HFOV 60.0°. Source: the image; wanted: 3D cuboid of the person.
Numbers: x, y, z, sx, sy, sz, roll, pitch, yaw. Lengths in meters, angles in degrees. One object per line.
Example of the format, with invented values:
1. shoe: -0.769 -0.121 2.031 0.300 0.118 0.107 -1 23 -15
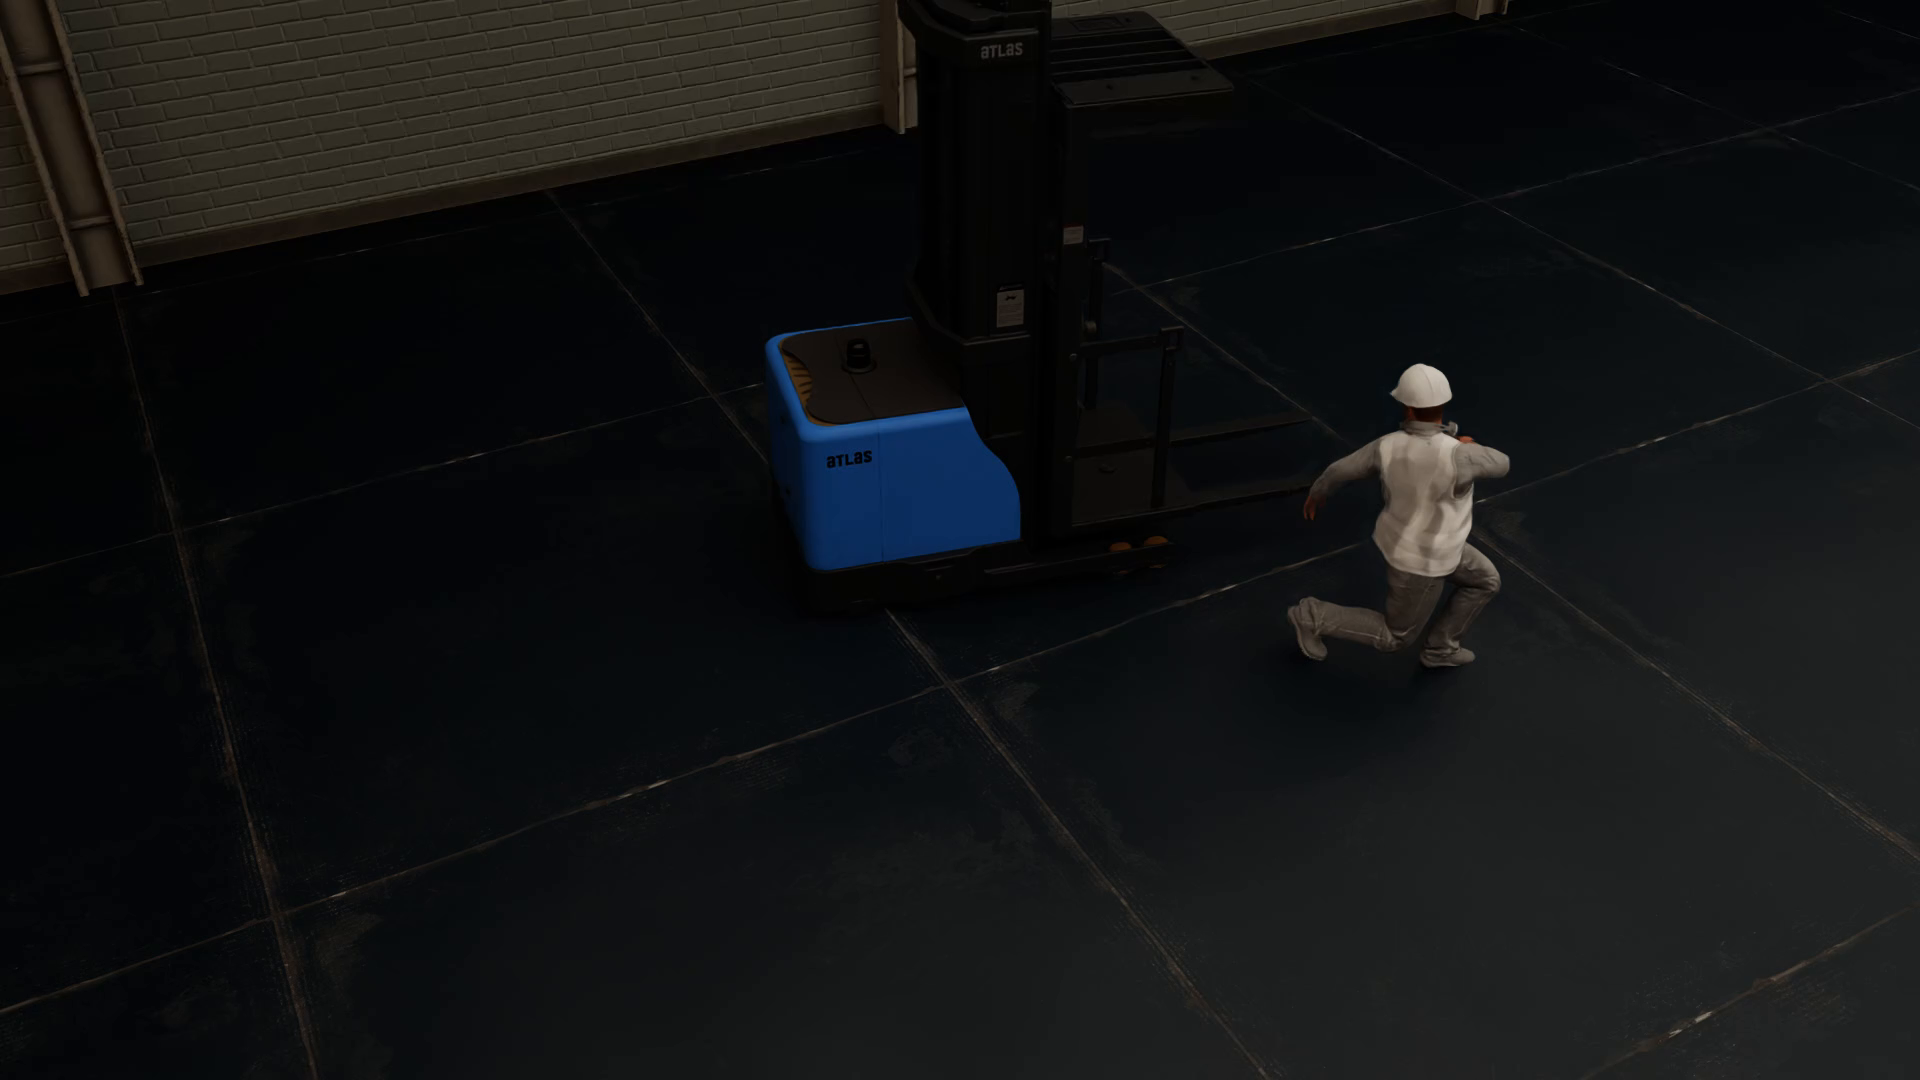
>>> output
1. person: 1.995 -0.083 7.493 0.943 1.539 0.690 -4 35 -5

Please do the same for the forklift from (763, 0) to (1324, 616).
1. forklift: 0.590 -1.304 7.967 3.031 2.935 1.130 -9 36 -13
